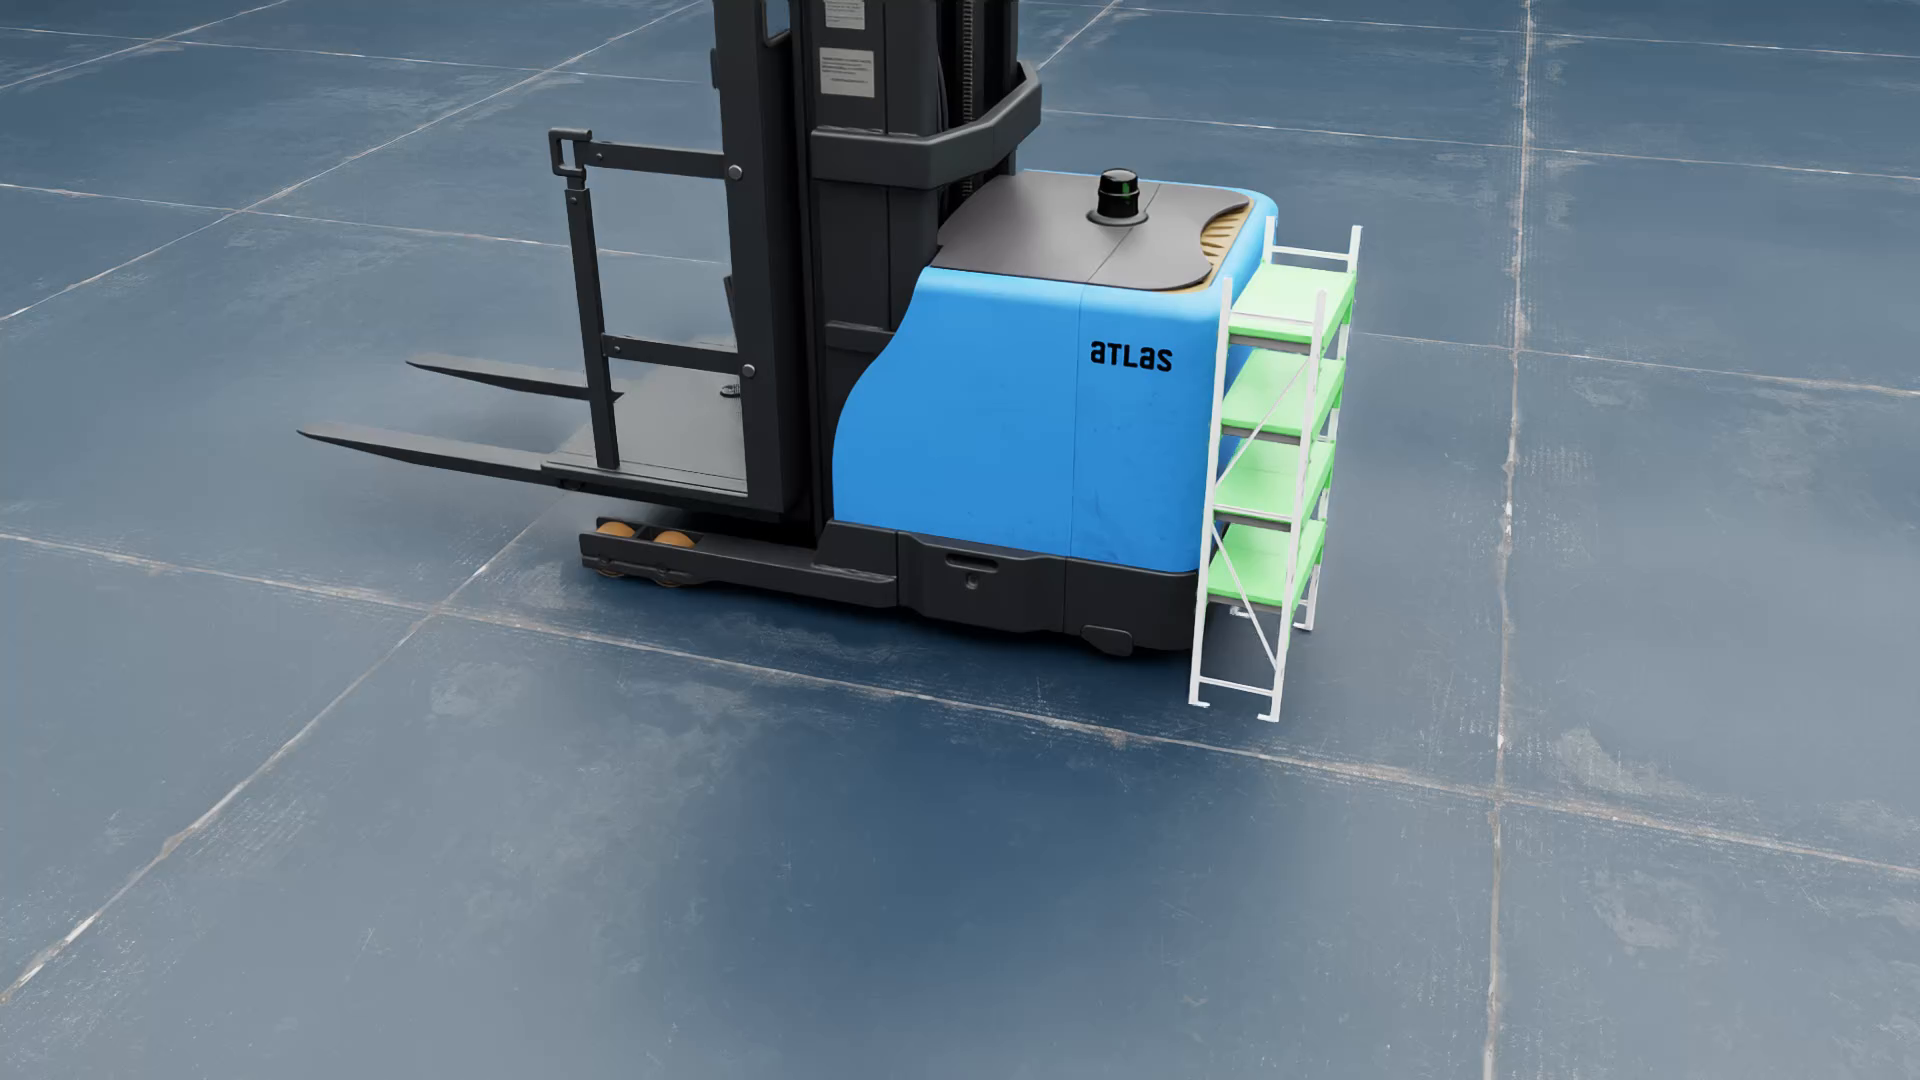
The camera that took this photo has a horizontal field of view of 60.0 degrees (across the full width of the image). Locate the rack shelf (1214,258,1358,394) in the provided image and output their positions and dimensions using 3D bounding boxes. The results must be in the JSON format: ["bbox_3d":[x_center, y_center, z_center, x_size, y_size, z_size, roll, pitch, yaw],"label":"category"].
[{"bbox_3d":[0.814,-0.540,4.131,0.258,0.148,0.480,11,31,18],"label":"rack shelf"}]

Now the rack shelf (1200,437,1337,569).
[{"bbox_3d":[0.814,-0.121,4.364,0.258,0.148,0.480,11,31,18],"label":"rack shelf"}]

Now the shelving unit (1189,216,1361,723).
[{"bbox_3d":[0.814,-0.177,4.333,0.258,1.200,0.503,11,31,18],"label":"shelving unit"}]

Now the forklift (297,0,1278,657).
[{"bbox_3d":[-0.629,-1.370,4.698,3.031,2.935,1.130,9,30,16],"label":"forklift"}]

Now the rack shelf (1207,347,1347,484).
[{"bbox_3d":[0.814,-0.330,4.248,0.258,0.148,0.480,11,31,18],"label":"rack shelf"}]

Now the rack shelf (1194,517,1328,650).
[{"bbox_3d":[0.814,0.089,4.481,0.258,0.148,0.480,11,31,18],"label":"rack shelf"}]

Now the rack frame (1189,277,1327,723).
[{"bbox_3d":[0.727,-0.066,4.134,0.240,1.200,0.015,11,31,18],"label":"rack frame"}]

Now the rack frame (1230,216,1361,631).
[{"bbox_3d":[0.902,-0.287,4.532,0.240,1.200,0.015,11,31,18],"label":"rack frame"}]
